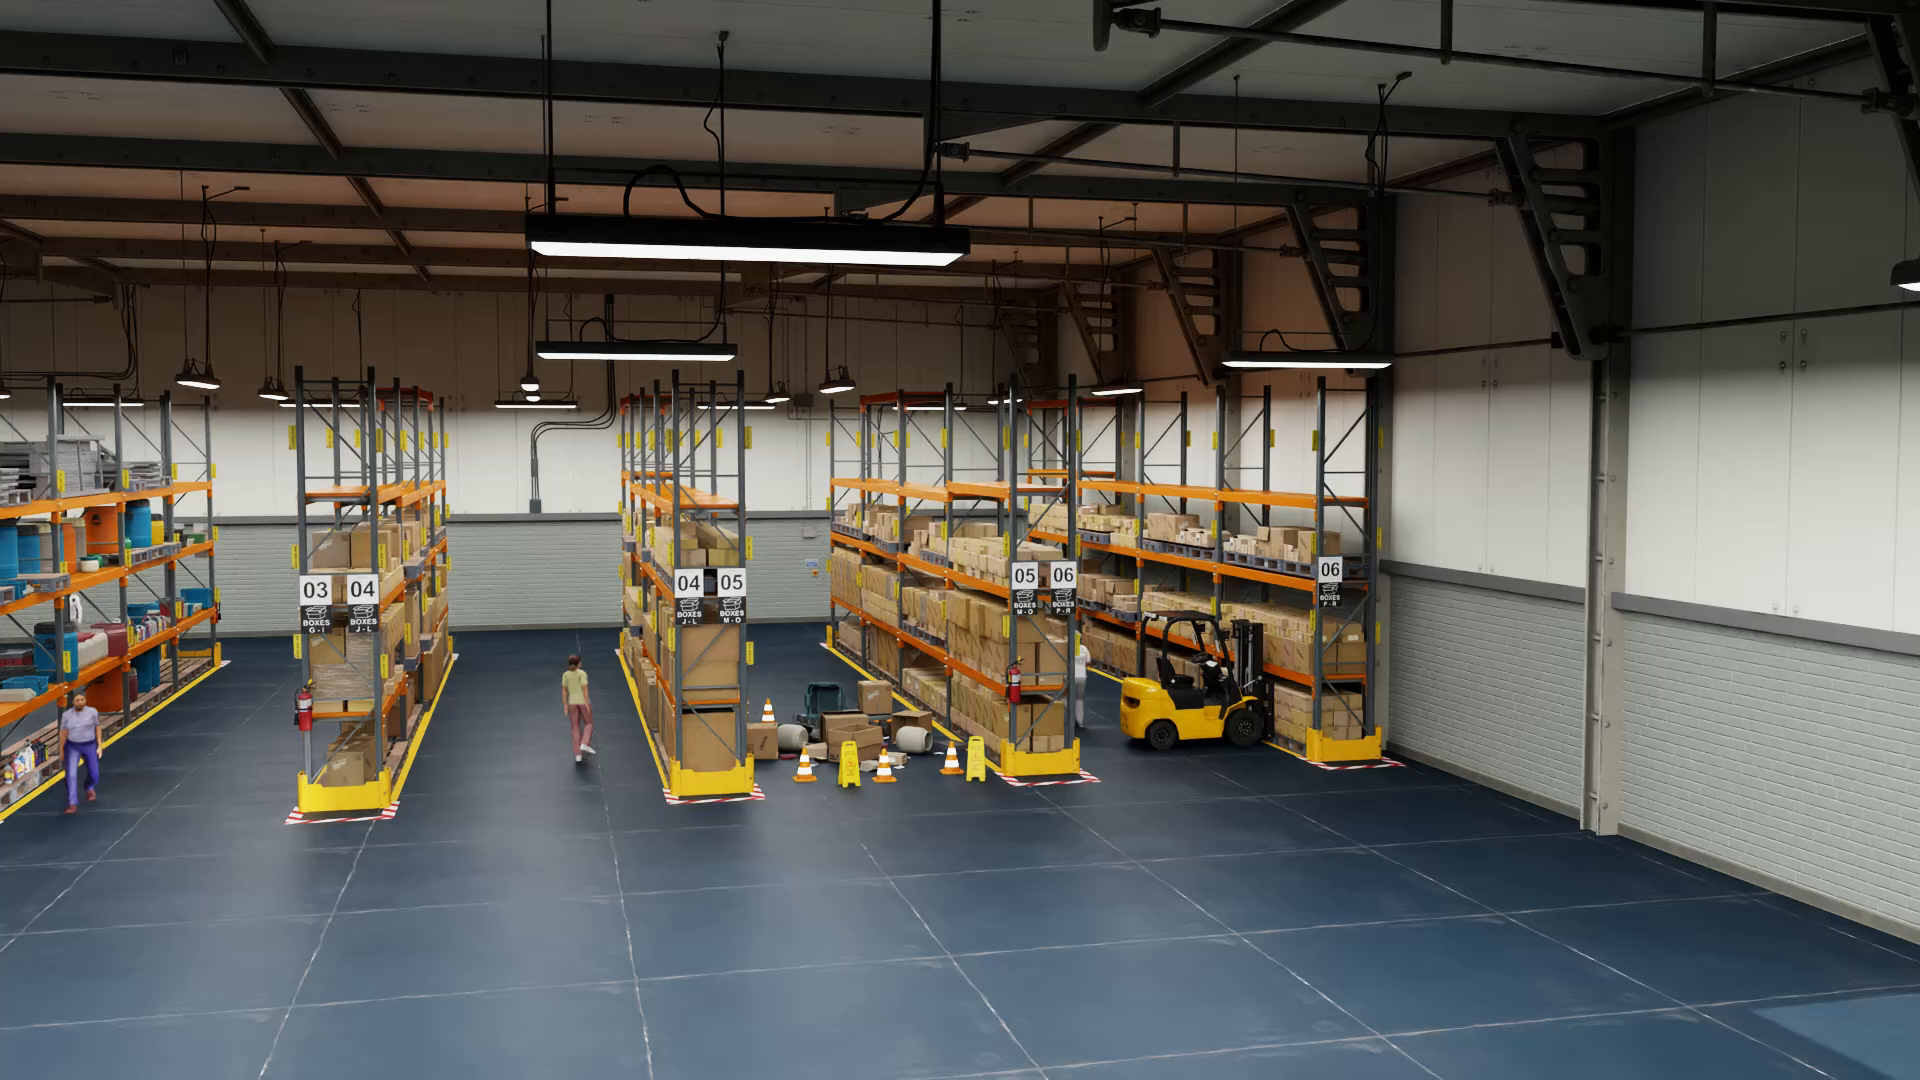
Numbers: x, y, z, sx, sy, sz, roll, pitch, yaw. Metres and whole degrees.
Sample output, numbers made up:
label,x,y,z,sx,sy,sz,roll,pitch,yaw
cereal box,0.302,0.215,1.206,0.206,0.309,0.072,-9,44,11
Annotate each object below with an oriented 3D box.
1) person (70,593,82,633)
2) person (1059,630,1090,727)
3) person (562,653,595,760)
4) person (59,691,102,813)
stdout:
label,x,y,z,sx,sy,sz,roll,pitch,yaw
person,-20.923,1.836,39.142,0.491,1.631,0.871,-1,4,-16
person,1.992,2.422,29.263,0.640,1.678,0.789,-1,3,-12
person,-5.983,2.609,26.062,0.515,1.662,0.472,0,3,-5
person,-11.969,2.841,22.634,0.514,1.608,0.900,-2,4,-29
